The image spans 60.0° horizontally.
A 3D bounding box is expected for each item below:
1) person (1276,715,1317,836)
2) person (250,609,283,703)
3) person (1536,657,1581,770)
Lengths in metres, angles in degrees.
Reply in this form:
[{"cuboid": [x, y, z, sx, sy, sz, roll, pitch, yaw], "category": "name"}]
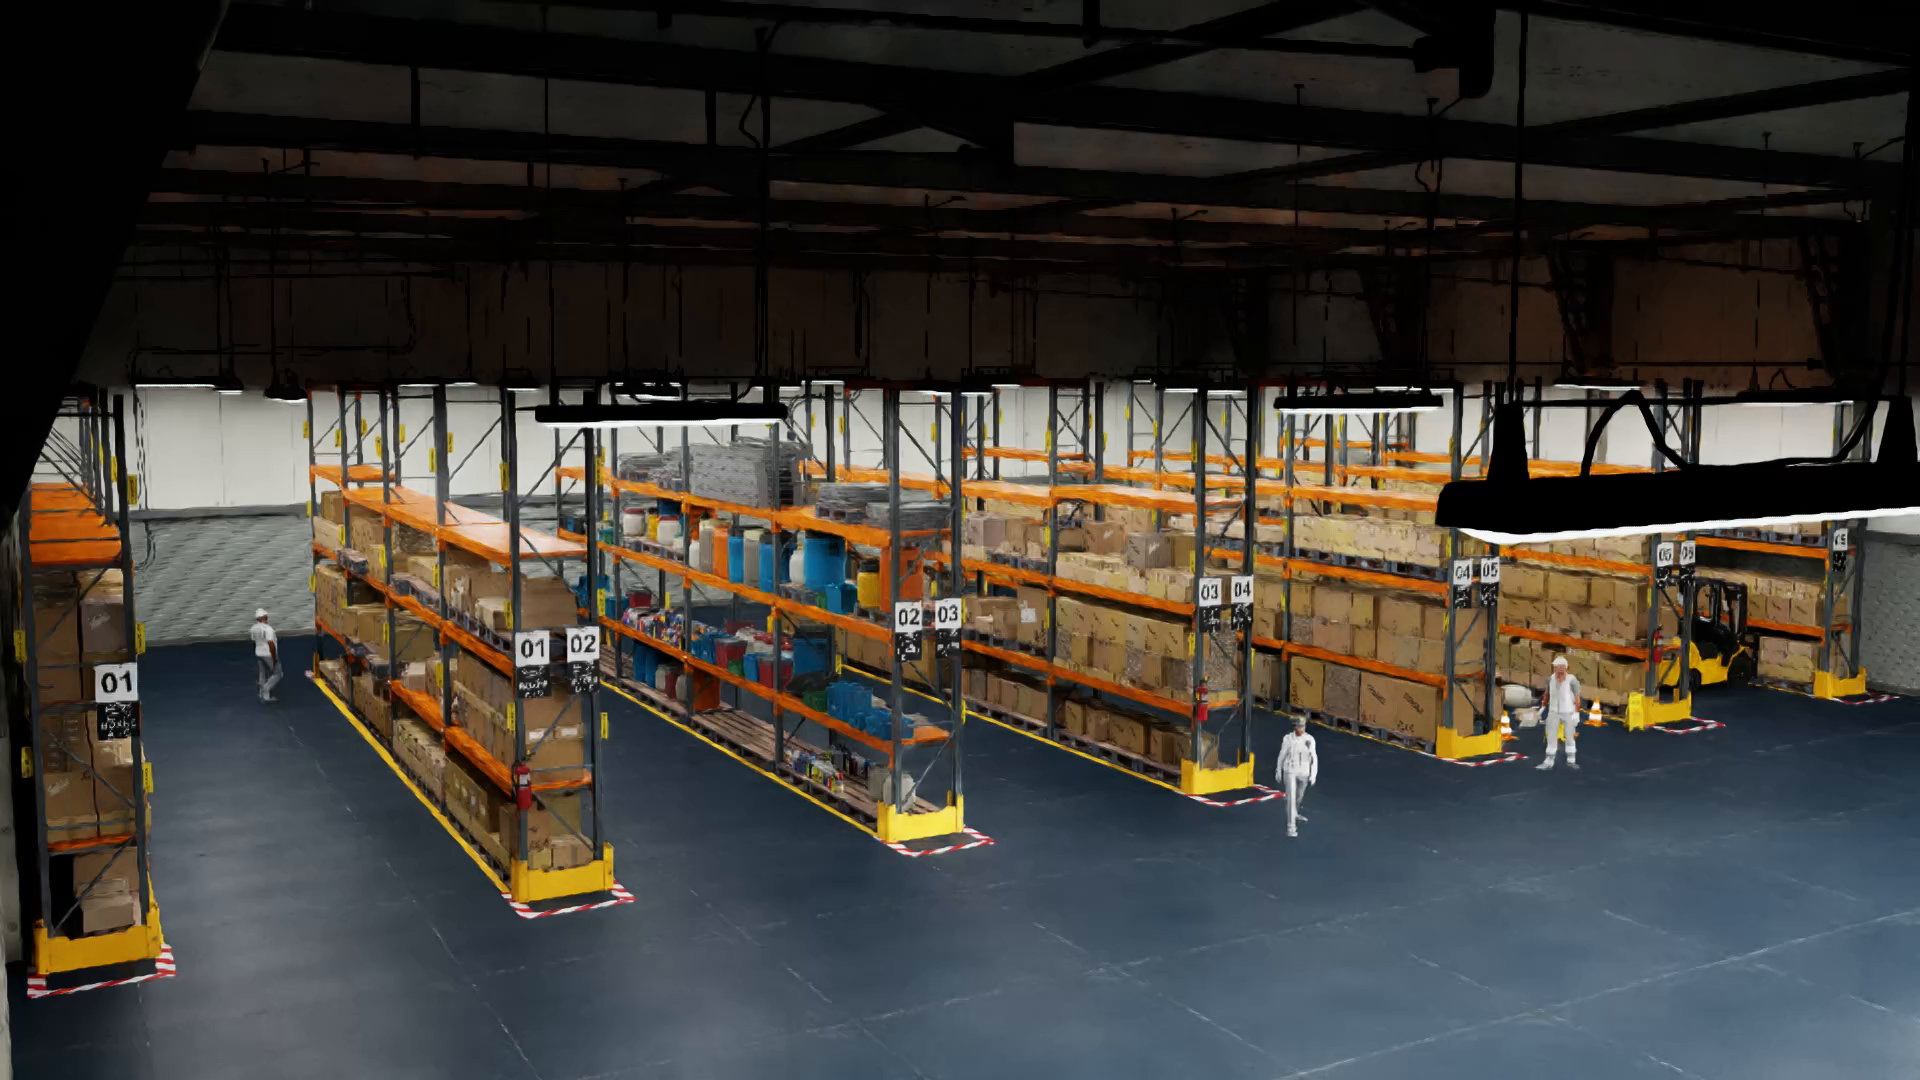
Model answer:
[{"cuboid": [4.563, 3.134, 22.522, 0.523, 1.615, 0.943, -1, 6, -7], "category": "person"}, {"cuboid": [-12.953, 2.157, 31.004, 0.604, 1.761, 0.449, 4, 7, 30], "category": "person"}, {"cuboid": [9.308, 2.697, 25.886, 0.671, 1.789, 0.630, 5, 8, 40], "category": "person"}]
